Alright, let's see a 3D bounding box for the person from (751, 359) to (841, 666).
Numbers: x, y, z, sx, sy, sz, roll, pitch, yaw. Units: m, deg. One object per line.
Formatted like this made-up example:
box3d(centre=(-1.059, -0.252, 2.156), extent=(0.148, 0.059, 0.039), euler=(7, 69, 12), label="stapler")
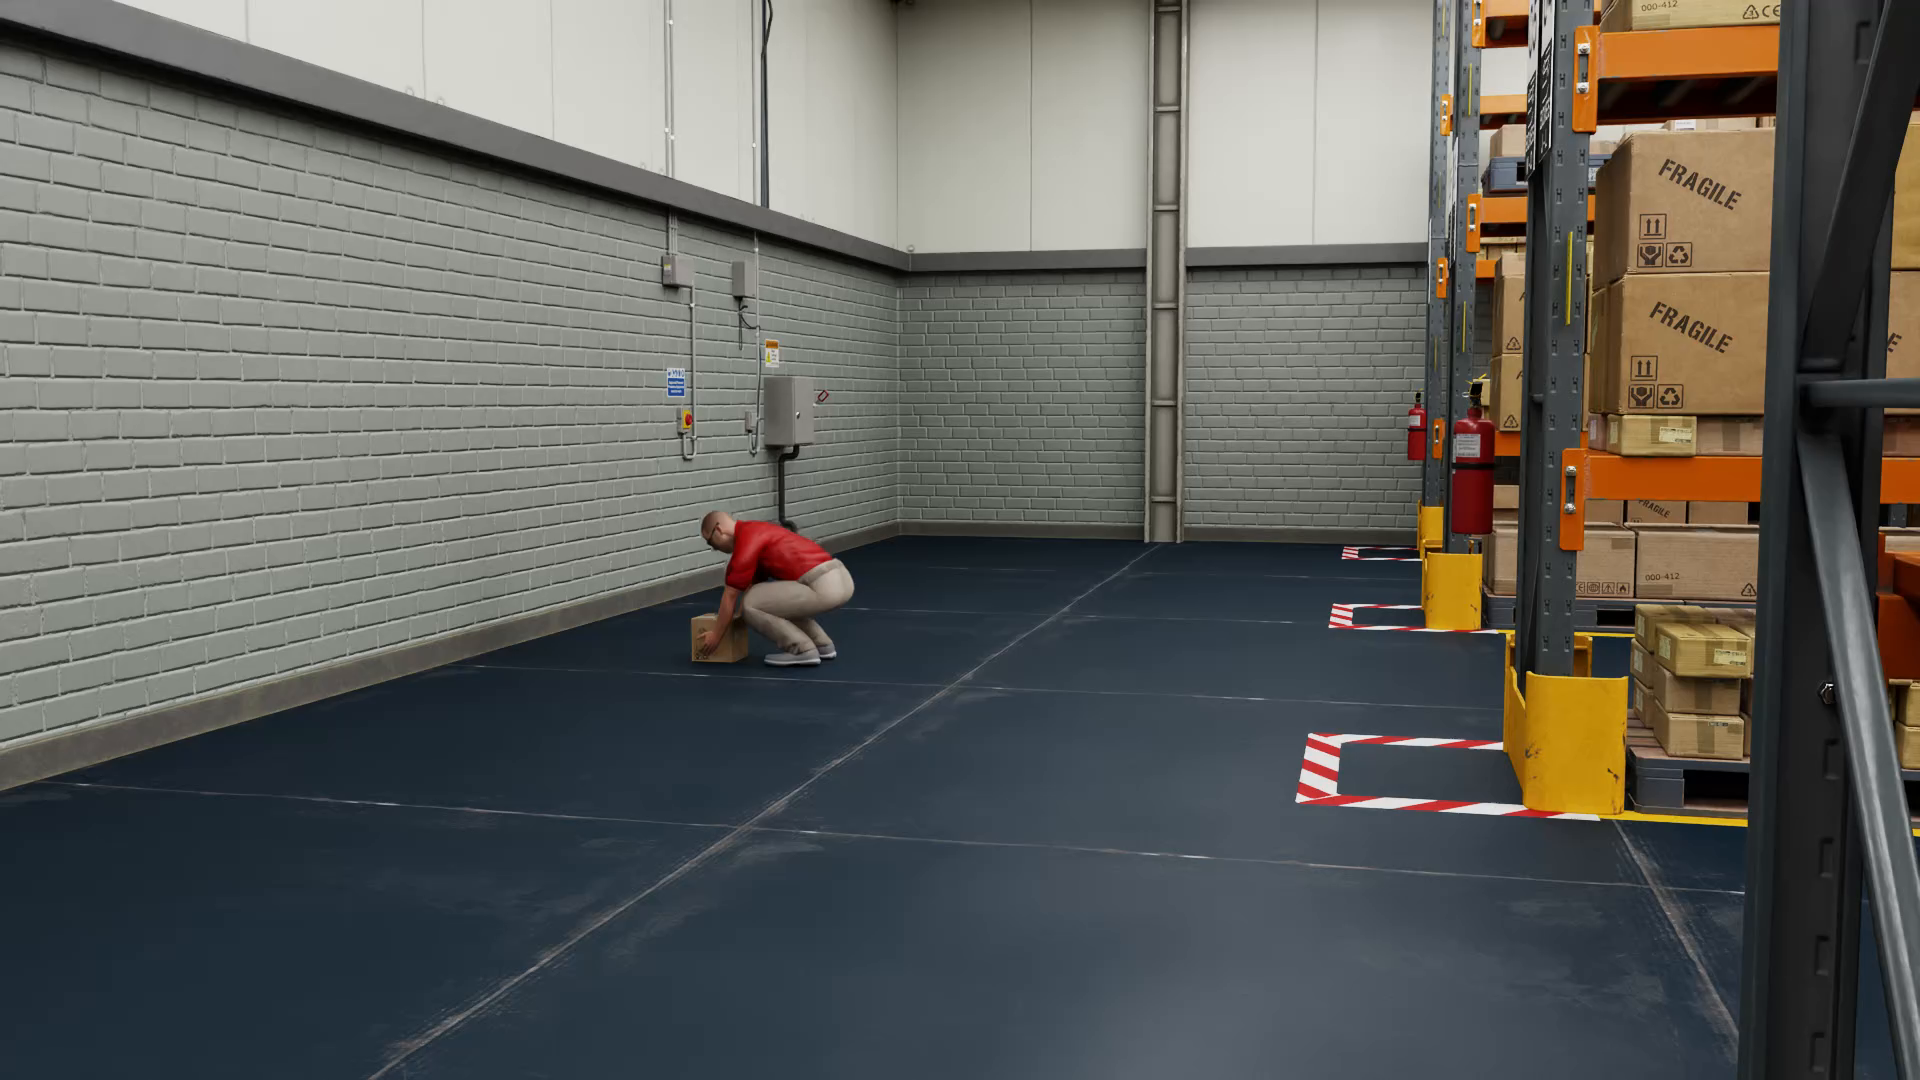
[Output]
box3d(centre=(-0.928, -0.162, 9.492), extent=(0.458, 1.732, 0.533), euler=(1, 5, 13), label="person")
